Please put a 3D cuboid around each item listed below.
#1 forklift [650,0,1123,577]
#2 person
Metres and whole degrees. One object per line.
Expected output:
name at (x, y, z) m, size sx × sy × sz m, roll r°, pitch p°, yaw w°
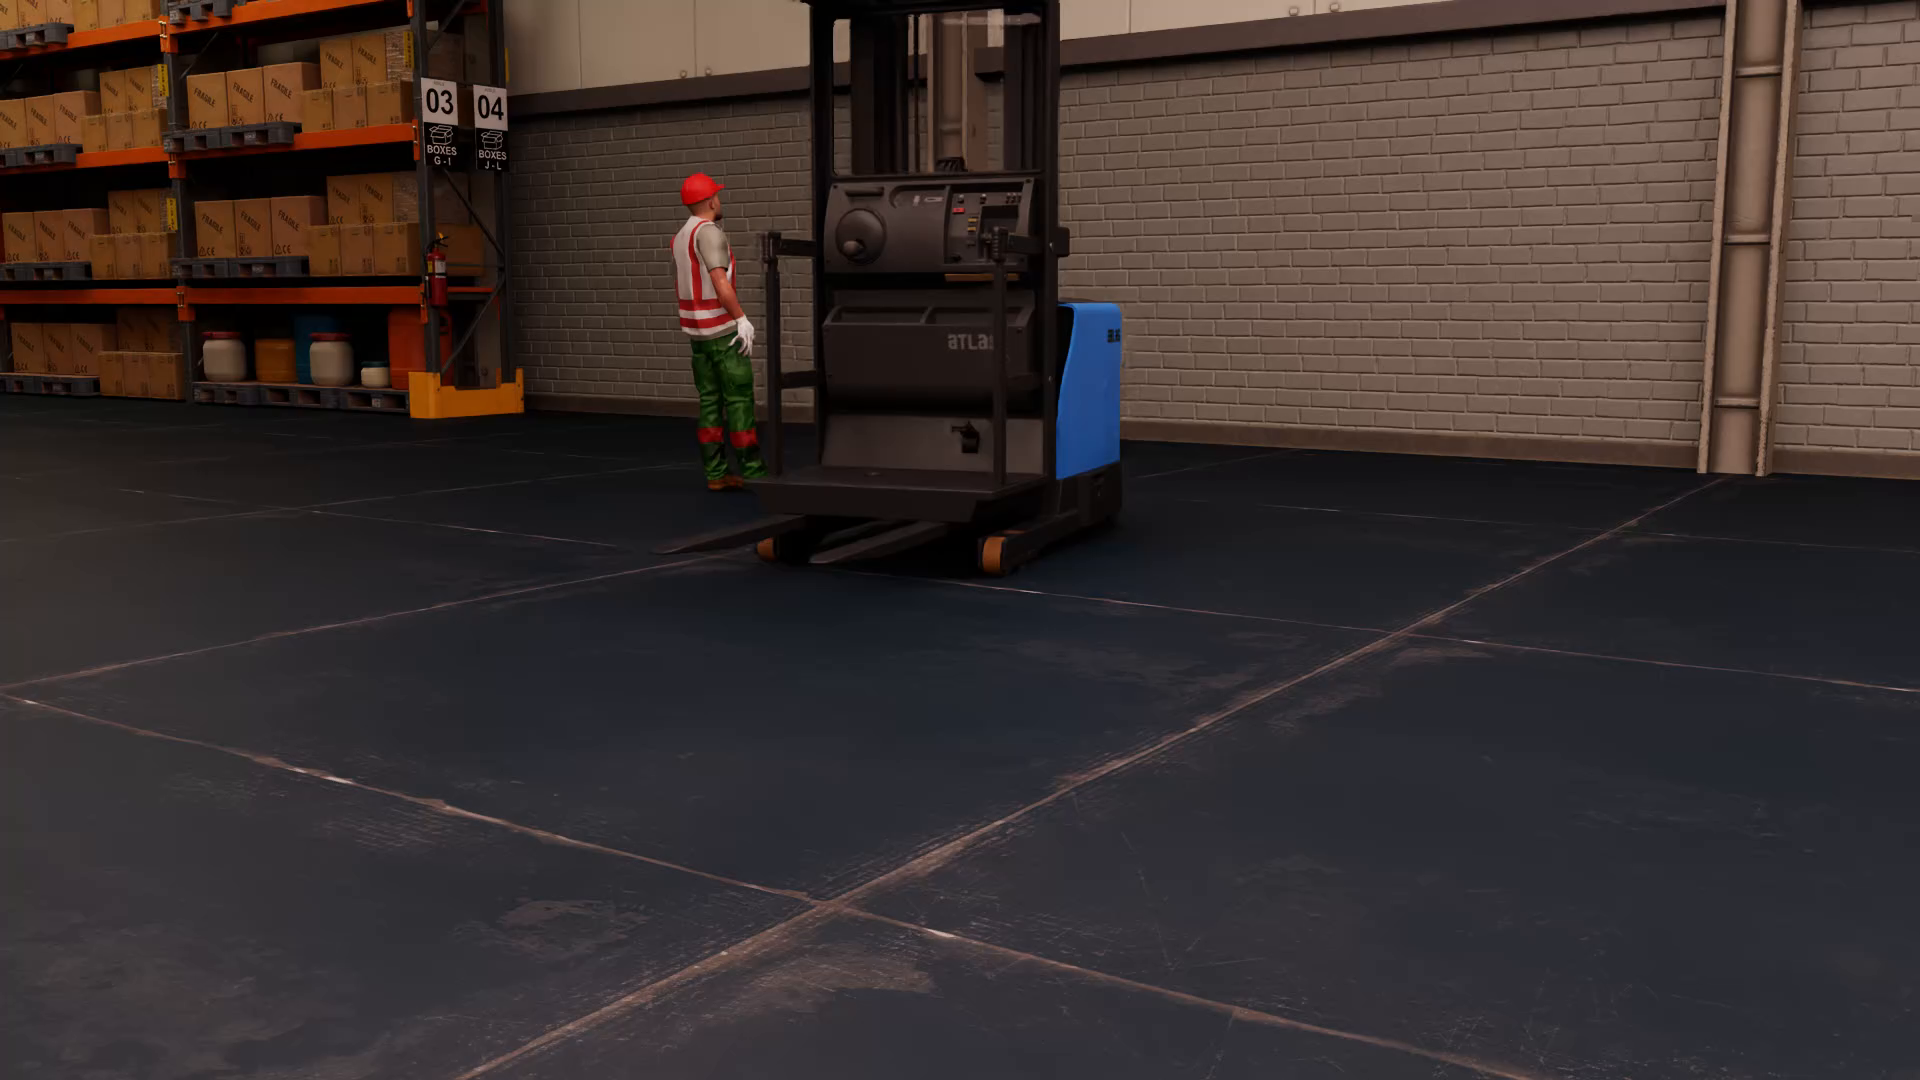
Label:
forklift at (-0.211, -1.370, 6.827) m, size 1.130 × 2.935 × 3.031 m, roll 3°, pitch 9°, yaw 21°
person at (-1.323, -1.180, 9.496) m, size 0.565 × 1.787 × 0.638 m, roll -6°, pitch 10°, yaw -35°
